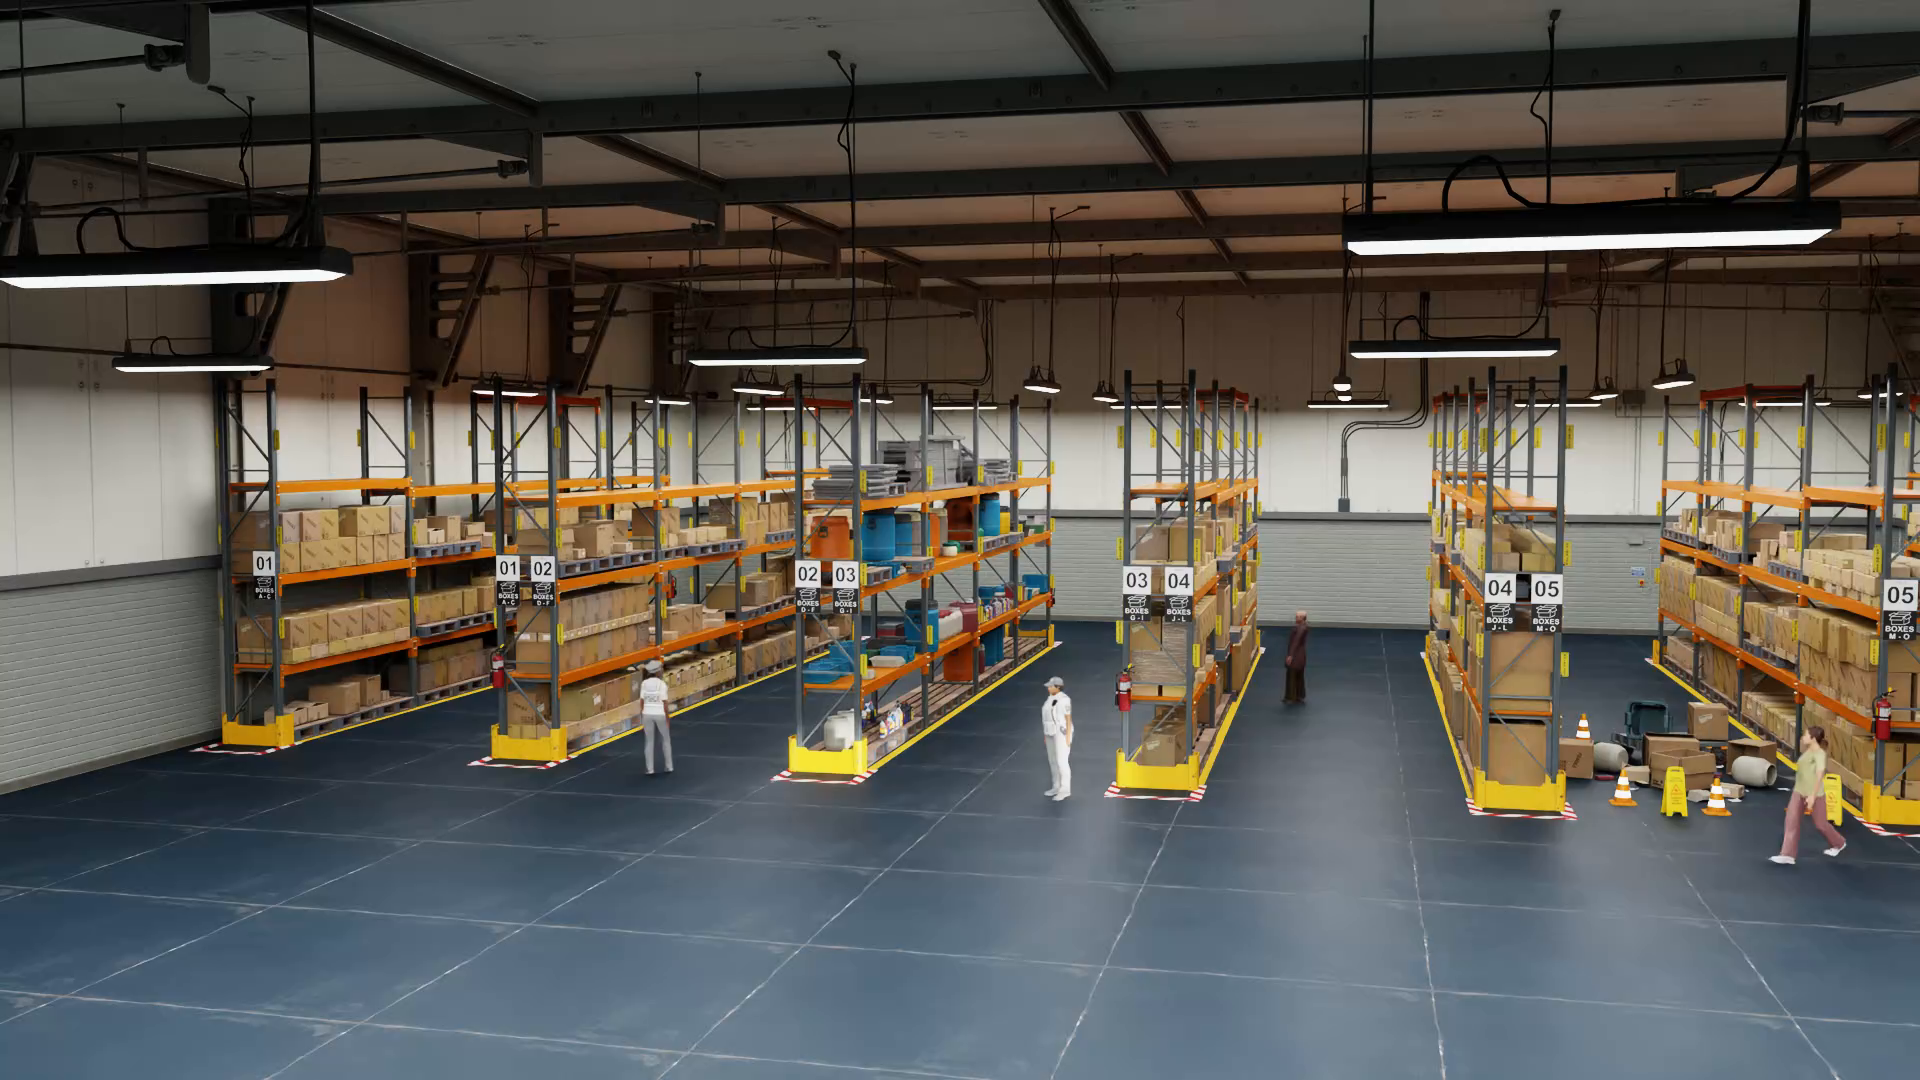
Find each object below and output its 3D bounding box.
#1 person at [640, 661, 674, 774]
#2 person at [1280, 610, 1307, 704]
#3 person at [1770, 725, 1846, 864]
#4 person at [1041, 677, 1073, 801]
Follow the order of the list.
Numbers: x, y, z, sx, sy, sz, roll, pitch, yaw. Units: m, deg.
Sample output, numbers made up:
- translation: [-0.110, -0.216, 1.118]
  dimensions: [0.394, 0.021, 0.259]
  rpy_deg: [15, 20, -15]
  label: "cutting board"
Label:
- translation: [-4.549, 2.663, 24.986]
  dimensions: [0.480, 1.708, 0.485]
  rpy_deg: [0, 3, 5]
  label: "person"
- translation: [6.347, 2.224, 31.582]
  dimensions: [0.498, 1.780, 0.636]
  rpy_deg: [2, 4, 34]
  label: "person"
- translation: [10.069, 3.004, 19.639]
  dimensions: [0.984, 1.637, 0.434]
  rpy_deg: [-2, 4, -27]
  label: "person"
- translation: [1.363, 2.780, 23.402]
  dimensions: [0.431, 1.702, 0.575]
  rpy_deg: [-2, 4, -29]
  label: "person"
